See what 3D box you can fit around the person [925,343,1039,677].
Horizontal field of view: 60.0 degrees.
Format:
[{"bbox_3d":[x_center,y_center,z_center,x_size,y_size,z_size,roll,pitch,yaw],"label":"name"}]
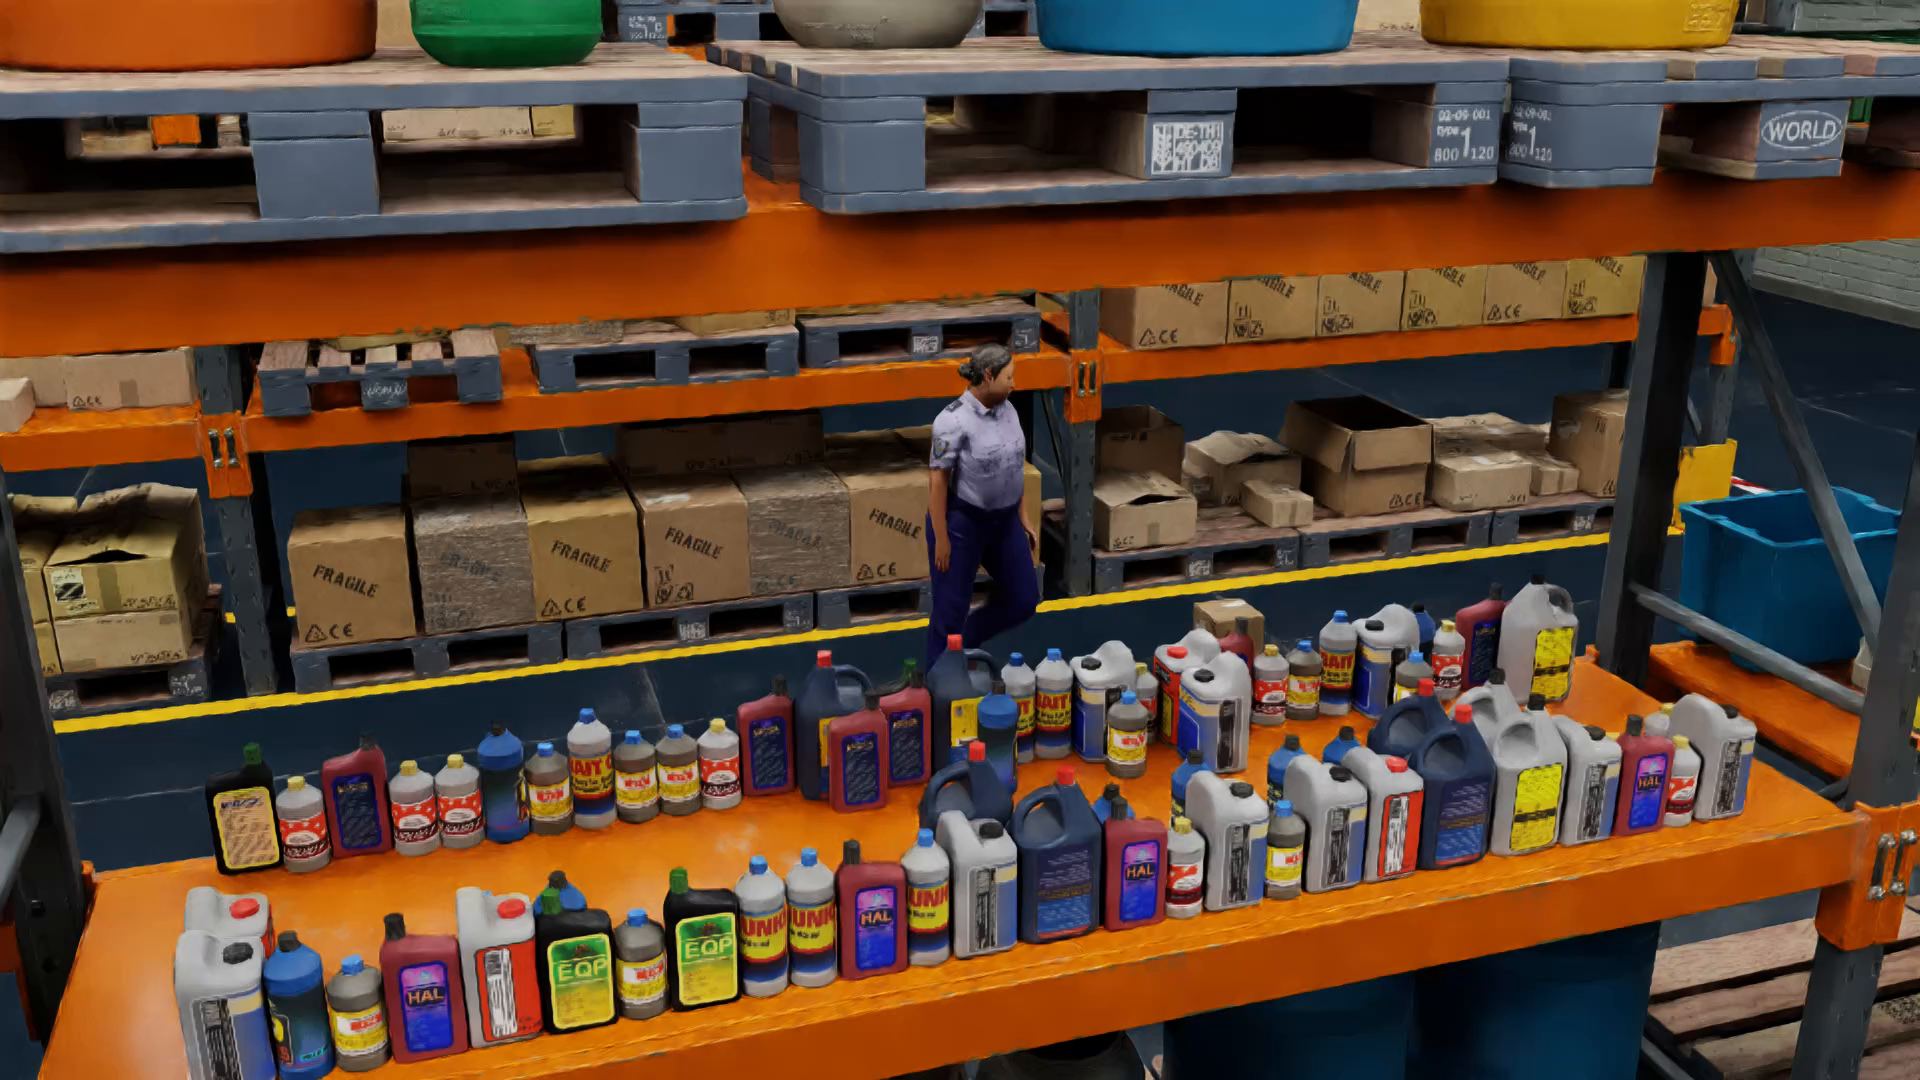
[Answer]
[{"bbox_3d":[0.047,-0.050,7.230,0.577,1.614,0.487,-17,25,-39],"label":"person"}]
